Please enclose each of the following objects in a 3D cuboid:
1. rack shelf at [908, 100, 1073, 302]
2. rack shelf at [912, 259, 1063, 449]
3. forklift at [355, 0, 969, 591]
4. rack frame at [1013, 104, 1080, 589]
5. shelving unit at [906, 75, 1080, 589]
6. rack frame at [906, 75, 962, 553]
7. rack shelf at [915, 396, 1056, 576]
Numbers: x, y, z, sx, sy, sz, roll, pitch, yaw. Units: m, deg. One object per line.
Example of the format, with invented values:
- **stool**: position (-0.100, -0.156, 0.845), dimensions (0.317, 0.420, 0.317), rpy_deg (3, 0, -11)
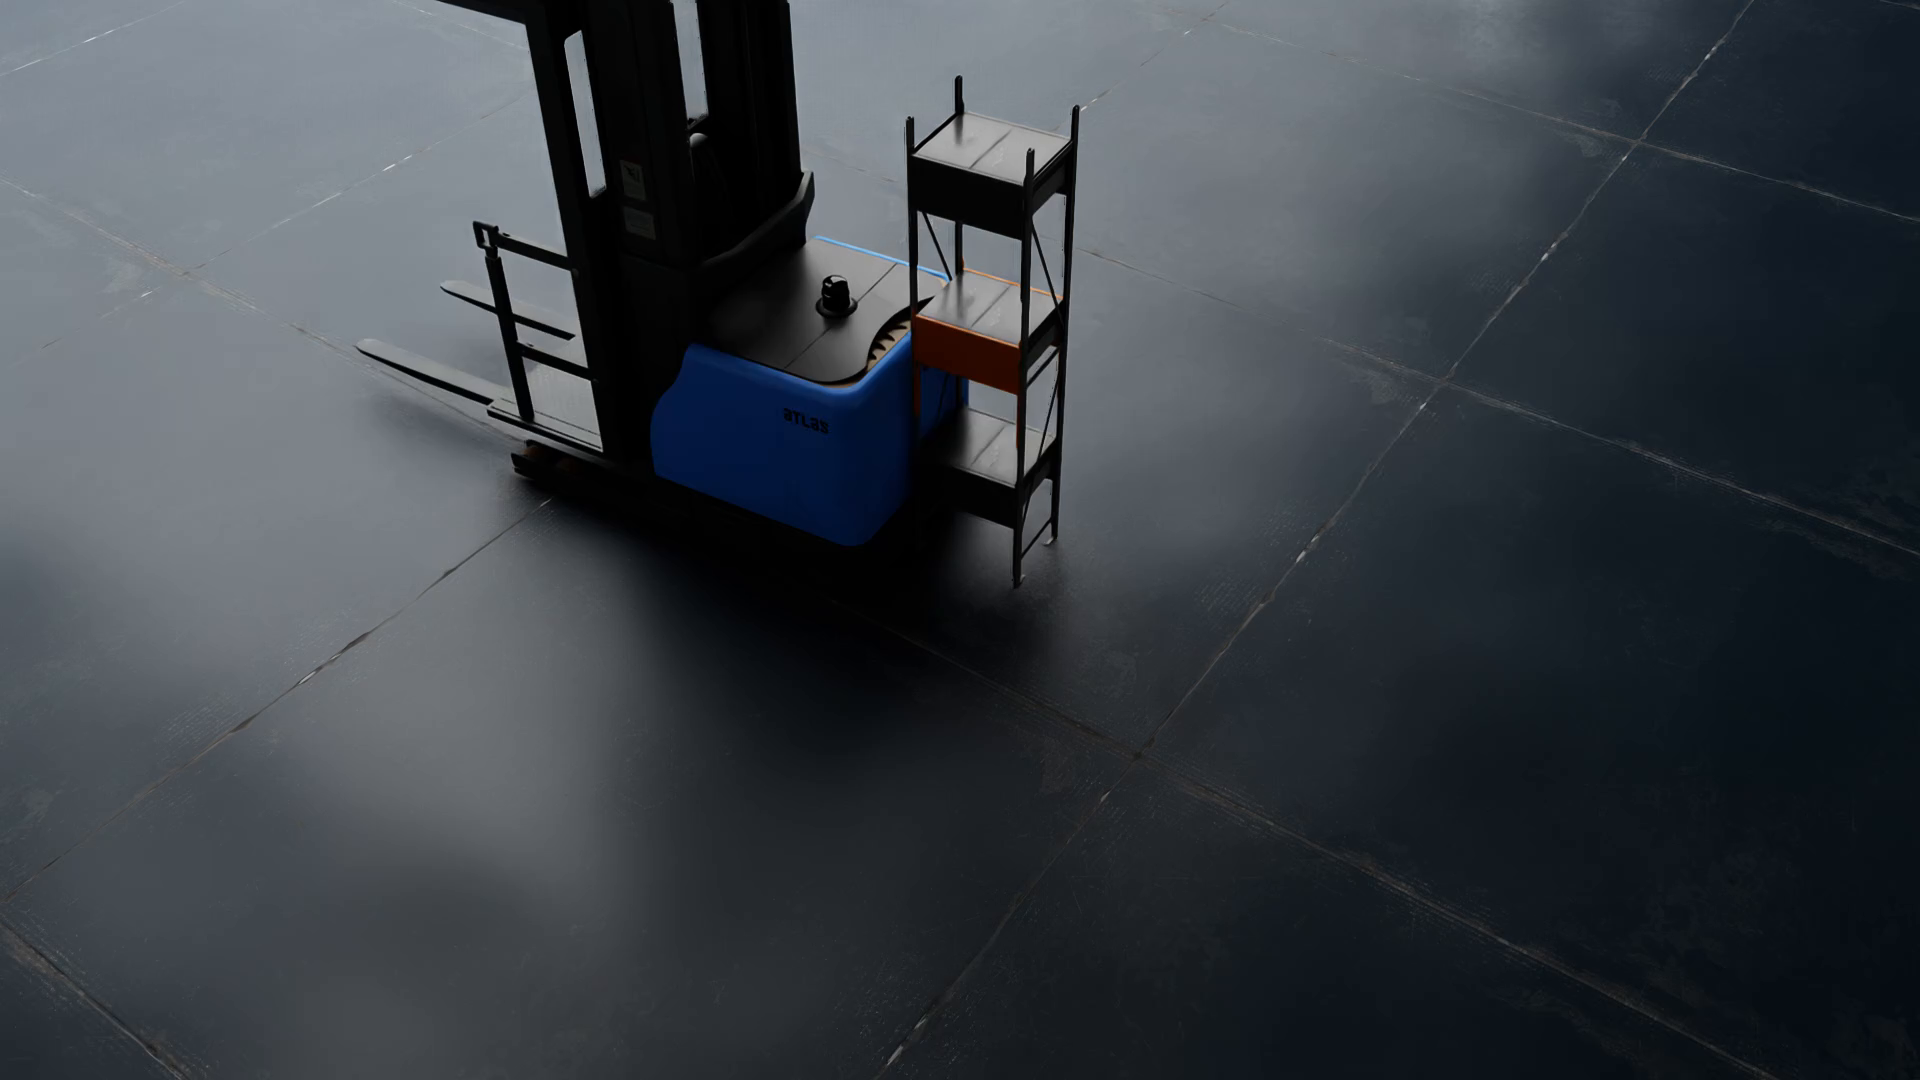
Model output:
- **rack shelf**: position (0.121, -1.279, 6.263), dimensions (0.480, 0.518, 0.431), rpy_deg (20, 46, 21)
- **rack shelf**: position (0.121, -0.757, 6.730), dimensions (0.480, 0.518, 0.431), rpy_deg (20, 46, 21)
- **forklift**: position (-1.488, -1.590, 7.016), dimensions (3.031, 2.935, 1.130), rpy_deg (20, 46, 21)
- **rack frame**: position (0.335, -0.689, 6.633), dimensions (0.015, 2.100, 0.400), rpy_deg (20, 46, 21)
- **shelving unit**: position (0.121, -0.767, 6.721), dimensions (0.503, 2.100, 0.431), rpy_deg (20, 46, 21)
- **rack frame**: position (-0.093, -0.846, 6.808), dimensions (0.015, 2.100, 0.400), rpy_deg (20, 46, 21)
- **rack shelf**: position (0.121, -0.236, 7.197), dimensions (0.480, 0.518, 0.431), rpy_deg (20, 46, 21)
